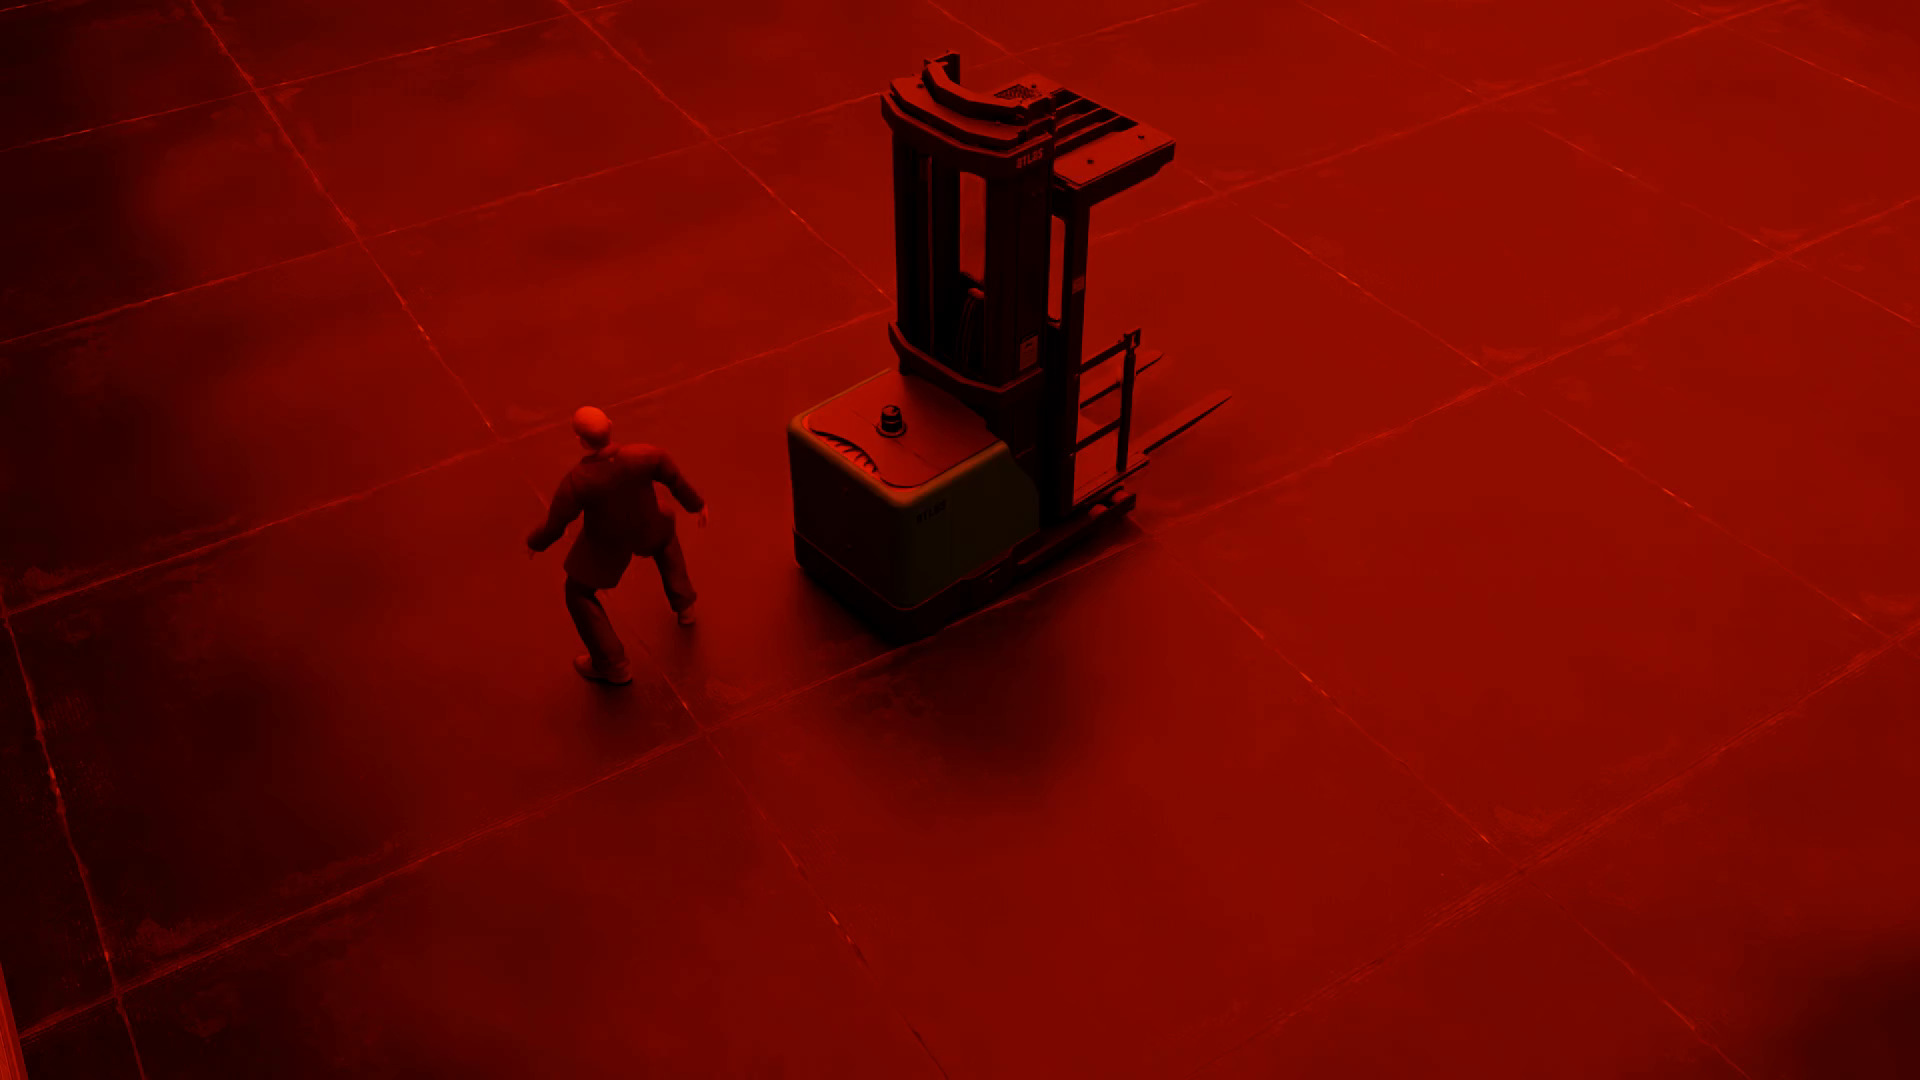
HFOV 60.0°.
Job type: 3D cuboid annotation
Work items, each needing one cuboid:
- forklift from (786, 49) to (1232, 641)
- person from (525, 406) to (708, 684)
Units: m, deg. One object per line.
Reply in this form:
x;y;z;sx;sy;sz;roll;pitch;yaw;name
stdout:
0.443;-1.383;9.453;3.031;2.935;1.130;-31;50;-31;forklift
-1.822;-0.055;8.918;0.976;1.663;0.636;-19;44;-20;person
